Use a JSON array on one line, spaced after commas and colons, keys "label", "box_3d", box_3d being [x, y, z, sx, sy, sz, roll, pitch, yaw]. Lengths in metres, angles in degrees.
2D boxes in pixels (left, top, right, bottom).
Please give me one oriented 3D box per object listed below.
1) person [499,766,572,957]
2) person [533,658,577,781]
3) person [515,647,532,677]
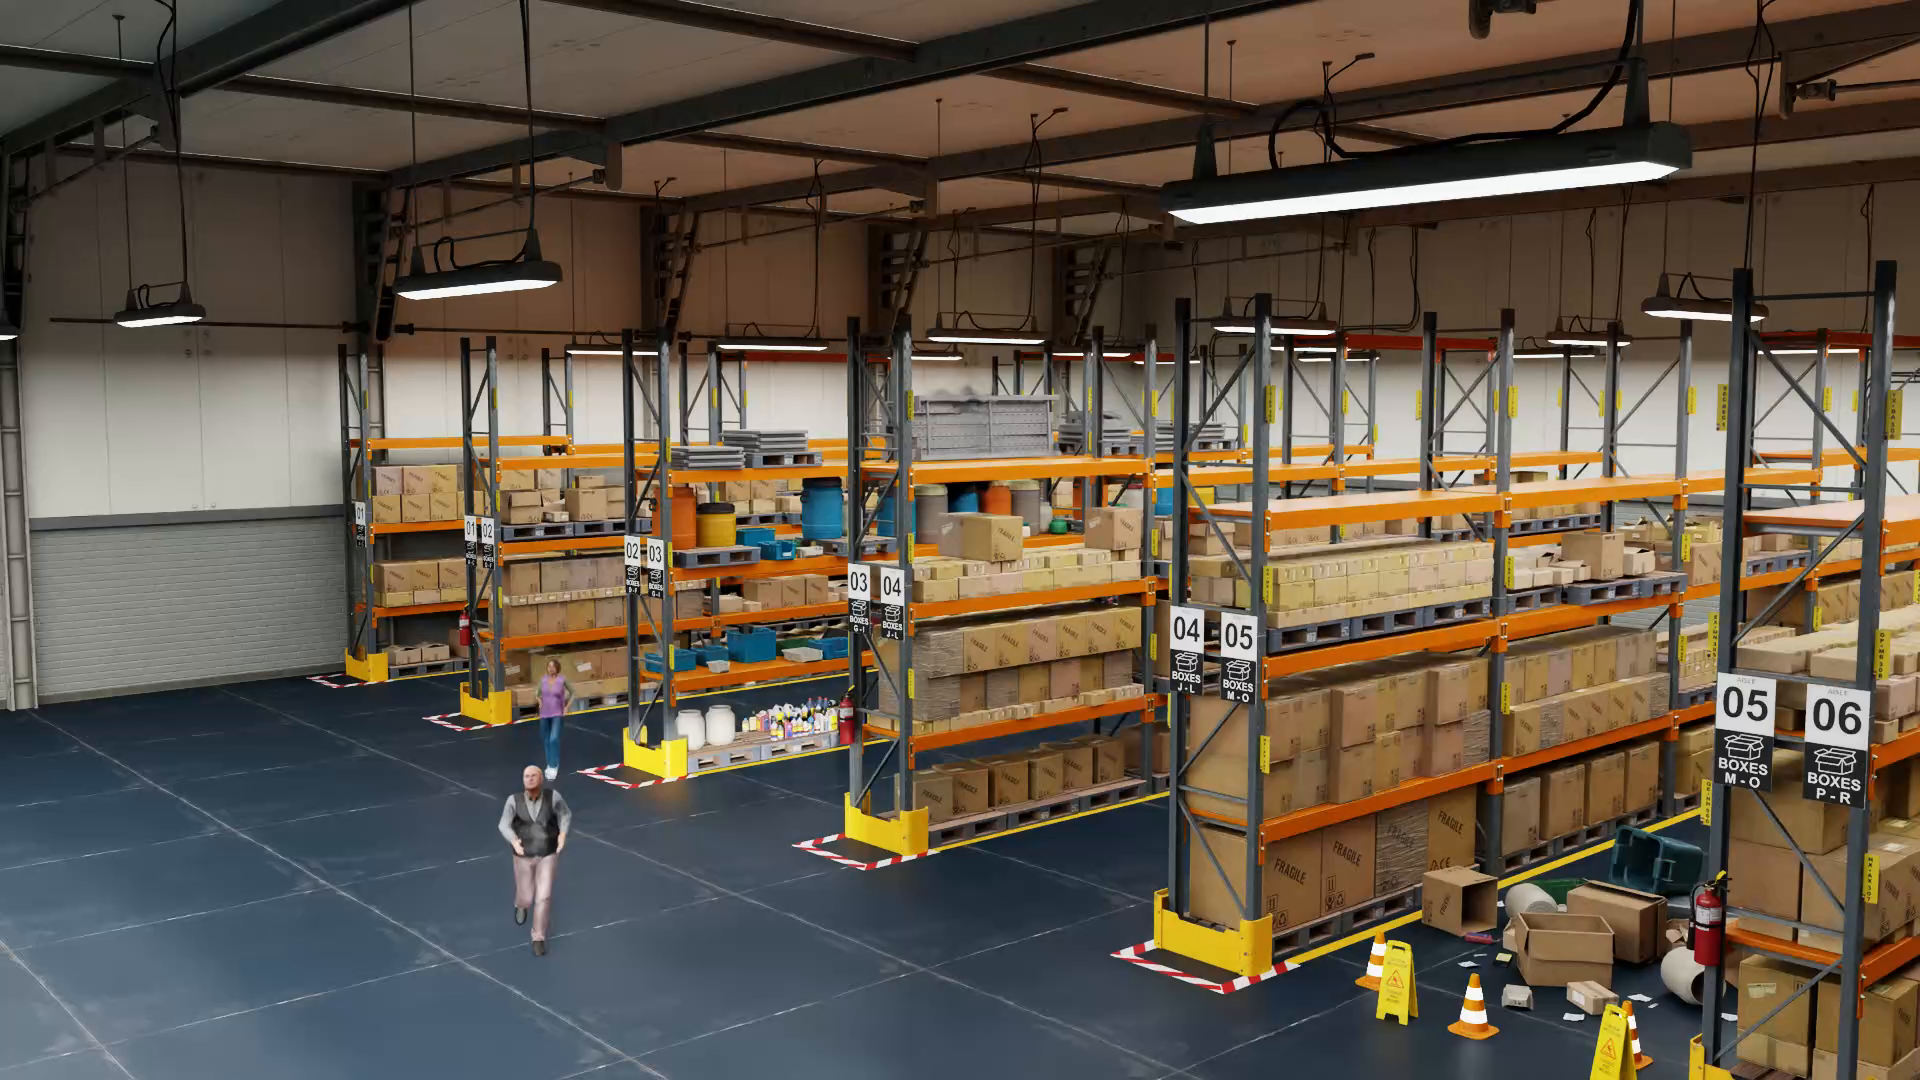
[{"label": "person", "box_3d": [-3.956, 2.940, 15.536, 0.669, 1.720, 0.821, -1, 5, -14]}, {"label": "person", "box_3d": [-5.435, 2.383, 22.188, 0.543, 1.615, 0.592, 1, 5, 6]}, {"label": "person", "box_3d": [-7.538, 1.766, 28.576, 0.592, 1.734, 0.684, 4, 7, 39]}]
